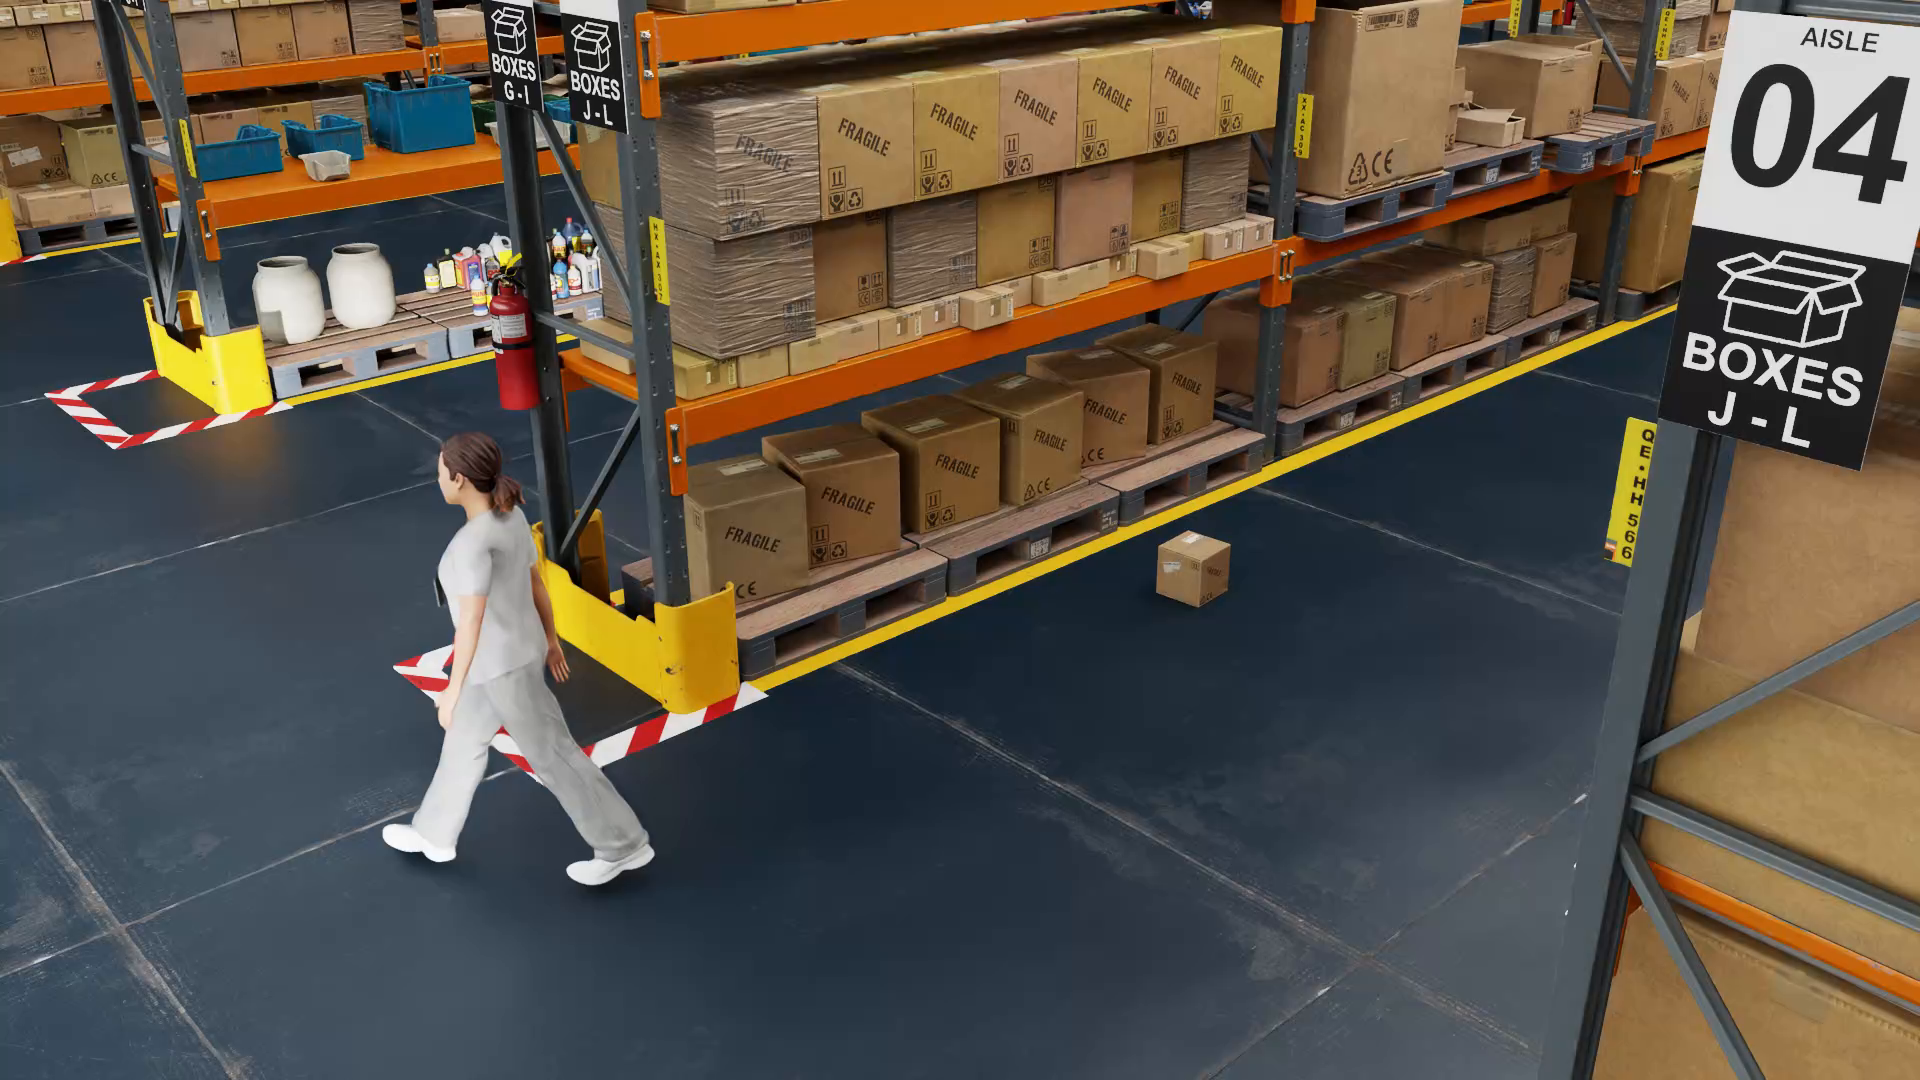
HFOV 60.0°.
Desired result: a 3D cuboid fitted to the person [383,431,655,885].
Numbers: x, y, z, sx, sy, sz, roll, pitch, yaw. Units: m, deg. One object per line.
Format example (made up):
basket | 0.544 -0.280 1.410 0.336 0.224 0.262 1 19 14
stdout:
person | -1.598 0.425 5.686 1.008 1.606 0.527 -2 24 -4
